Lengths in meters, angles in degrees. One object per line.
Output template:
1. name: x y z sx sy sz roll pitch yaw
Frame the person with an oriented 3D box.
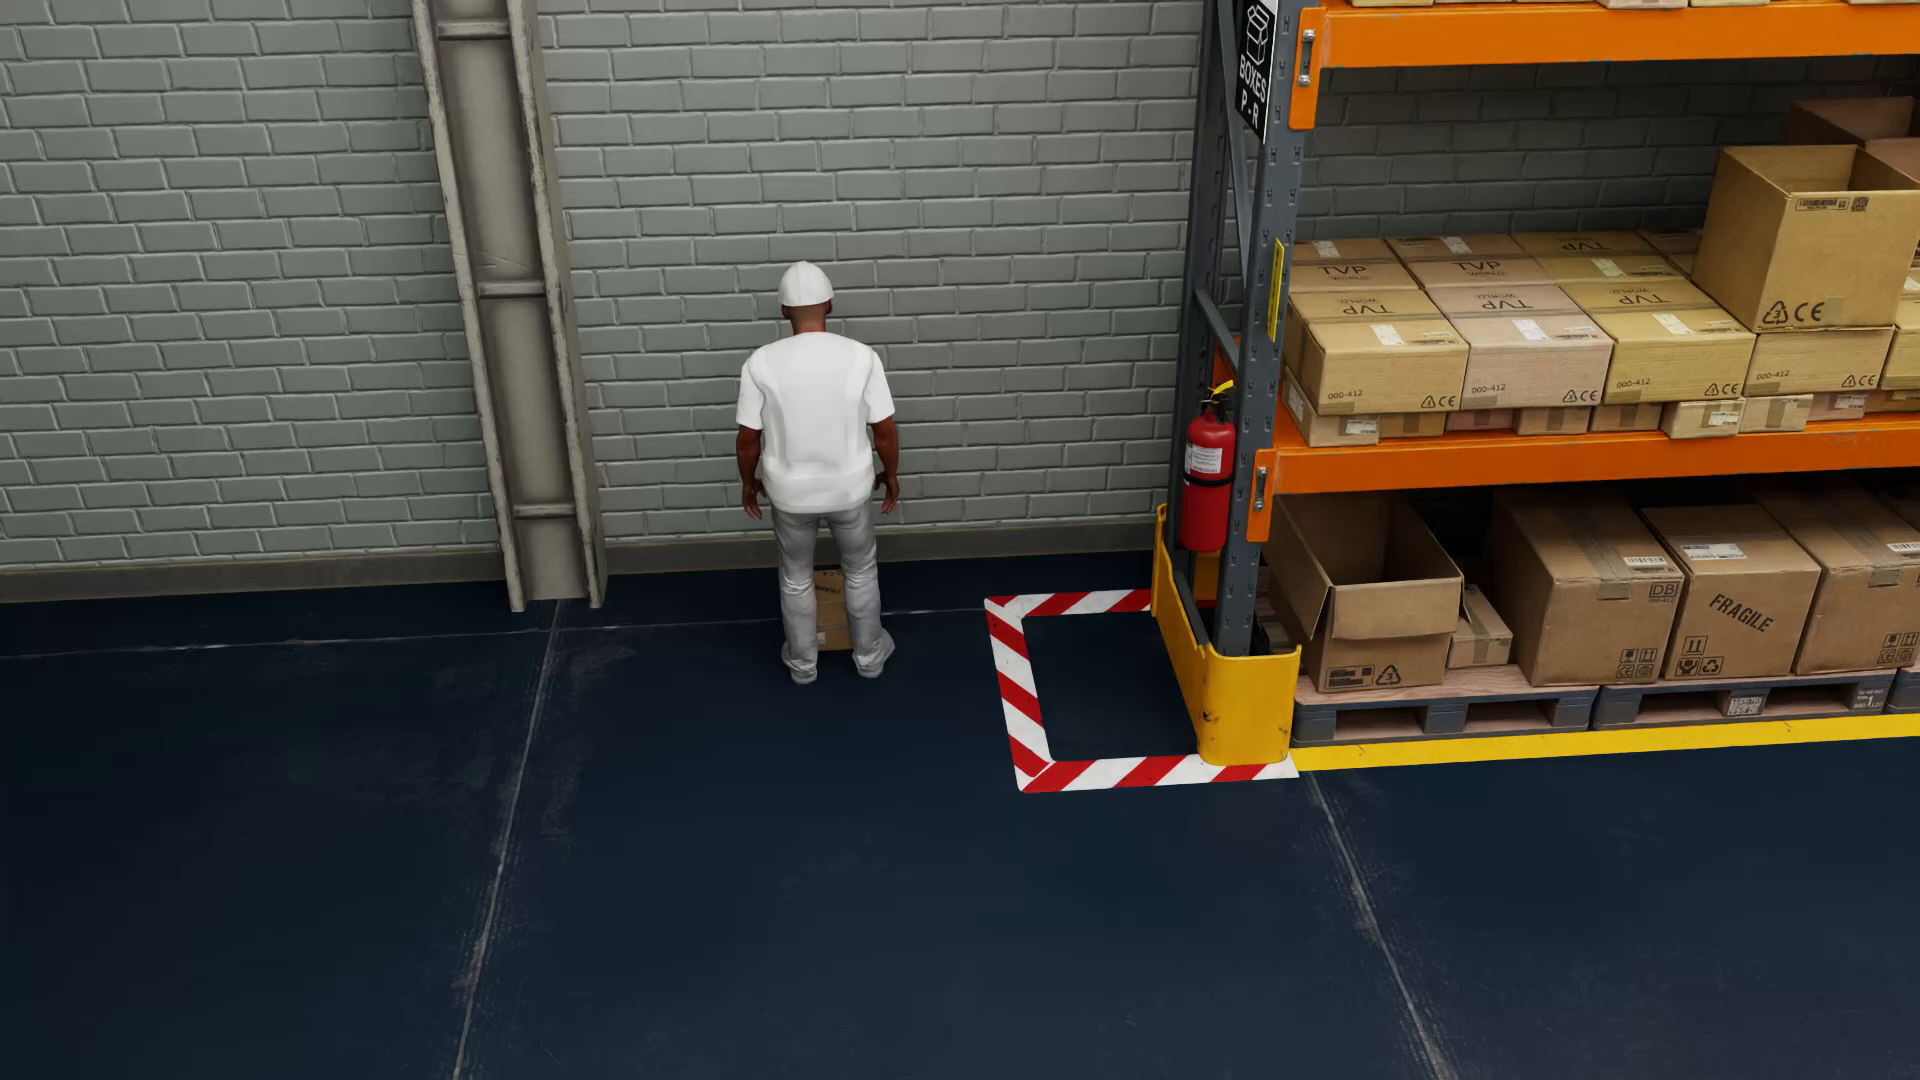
1. person: -0.548 -0.232 6.501 0.626 1.761 0.458 -3 31 -5
